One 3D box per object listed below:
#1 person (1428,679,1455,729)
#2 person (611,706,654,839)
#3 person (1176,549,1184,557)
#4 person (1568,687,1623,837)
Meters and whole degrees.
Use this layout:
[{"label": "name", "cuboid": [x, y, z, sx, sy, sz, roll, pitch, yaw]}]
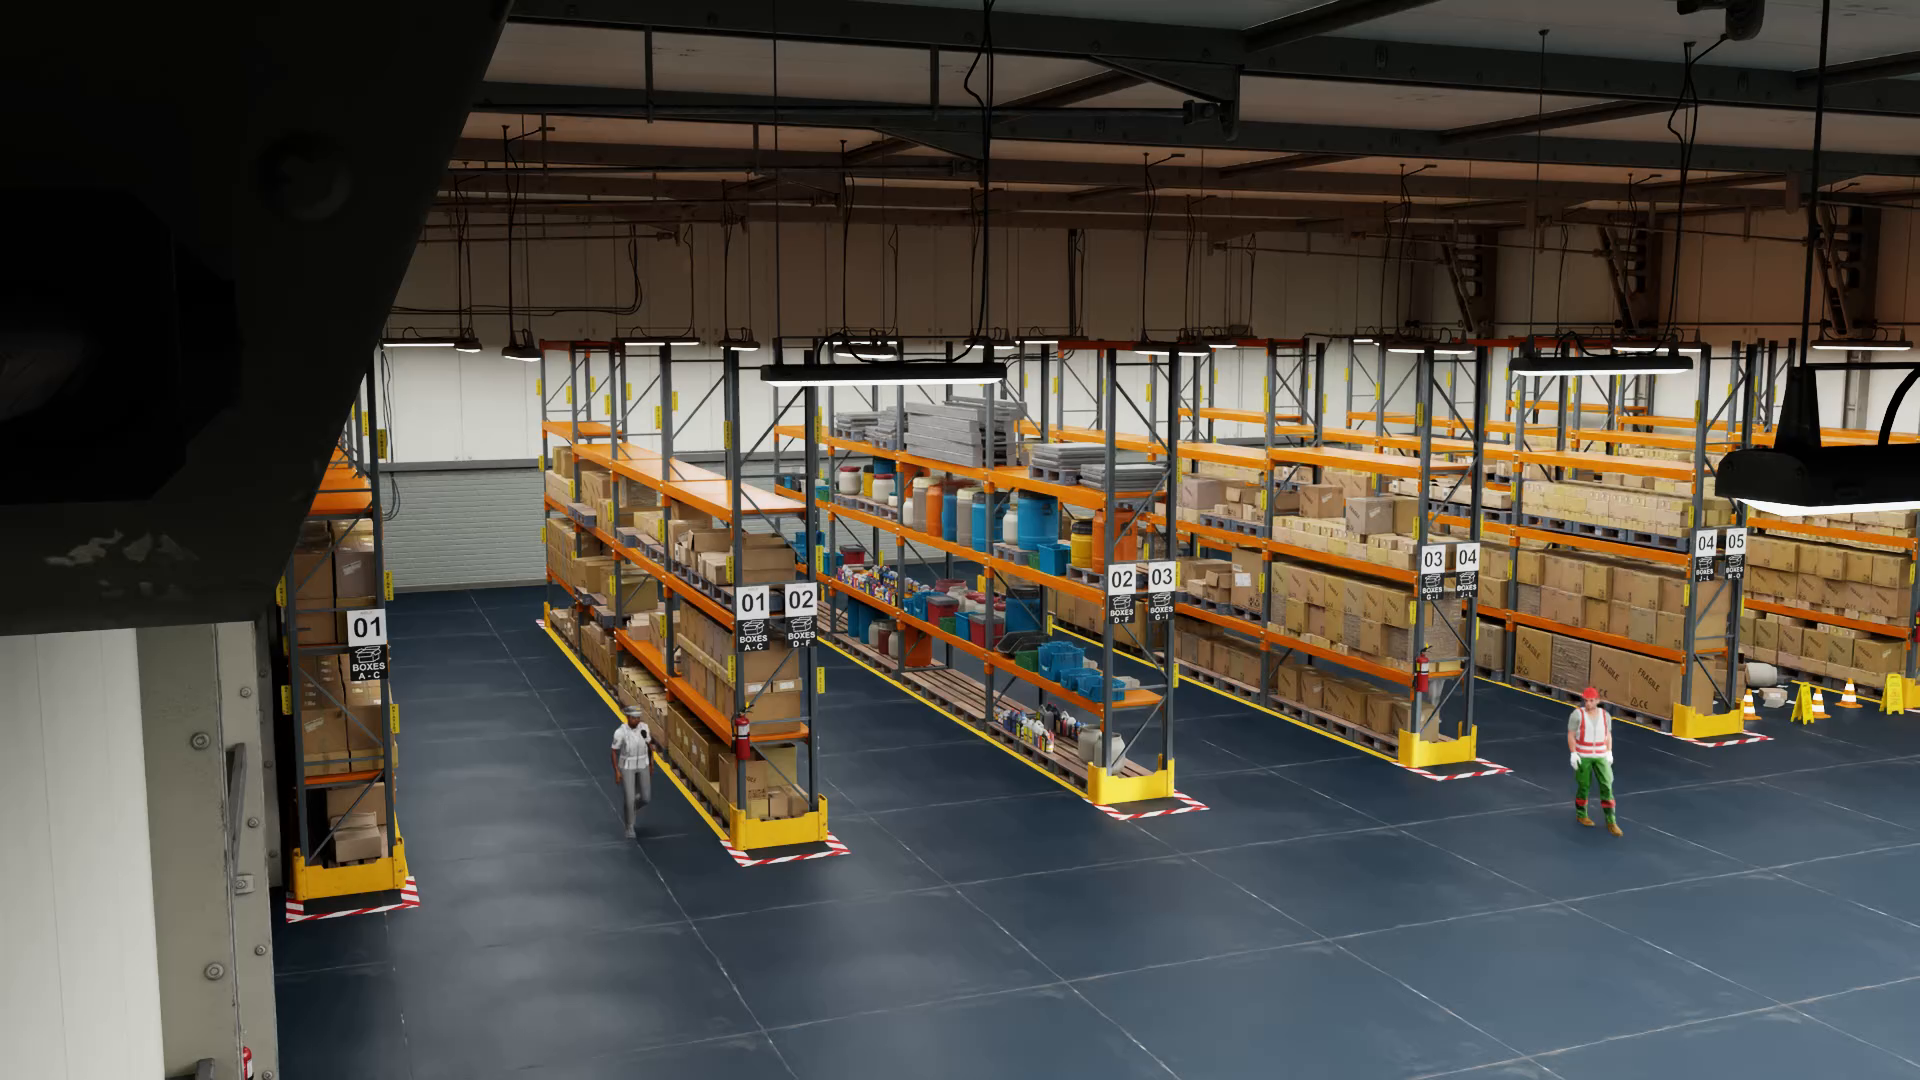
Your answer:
[{"label": "person", "cuboid": [7.539, 2.116, 26.270, 0.528, 1.723, 0.517, -2, 8, -15]}, {"label": "person", "cuboid": [-4.090, 2.839, 20.720, 0.540, 1.658, 0.534, -4, 9, -30]}, {"label": "person", "cuboid": [4.619, 1.020, 34.612, 0.511, 1.656, 0.484, -1, 8, -11]}, {"label": "person", "cuboid": [7.957, 2.747, 20.828, 0.623, 1.791, 0.639, 1, 7, 6]}]
